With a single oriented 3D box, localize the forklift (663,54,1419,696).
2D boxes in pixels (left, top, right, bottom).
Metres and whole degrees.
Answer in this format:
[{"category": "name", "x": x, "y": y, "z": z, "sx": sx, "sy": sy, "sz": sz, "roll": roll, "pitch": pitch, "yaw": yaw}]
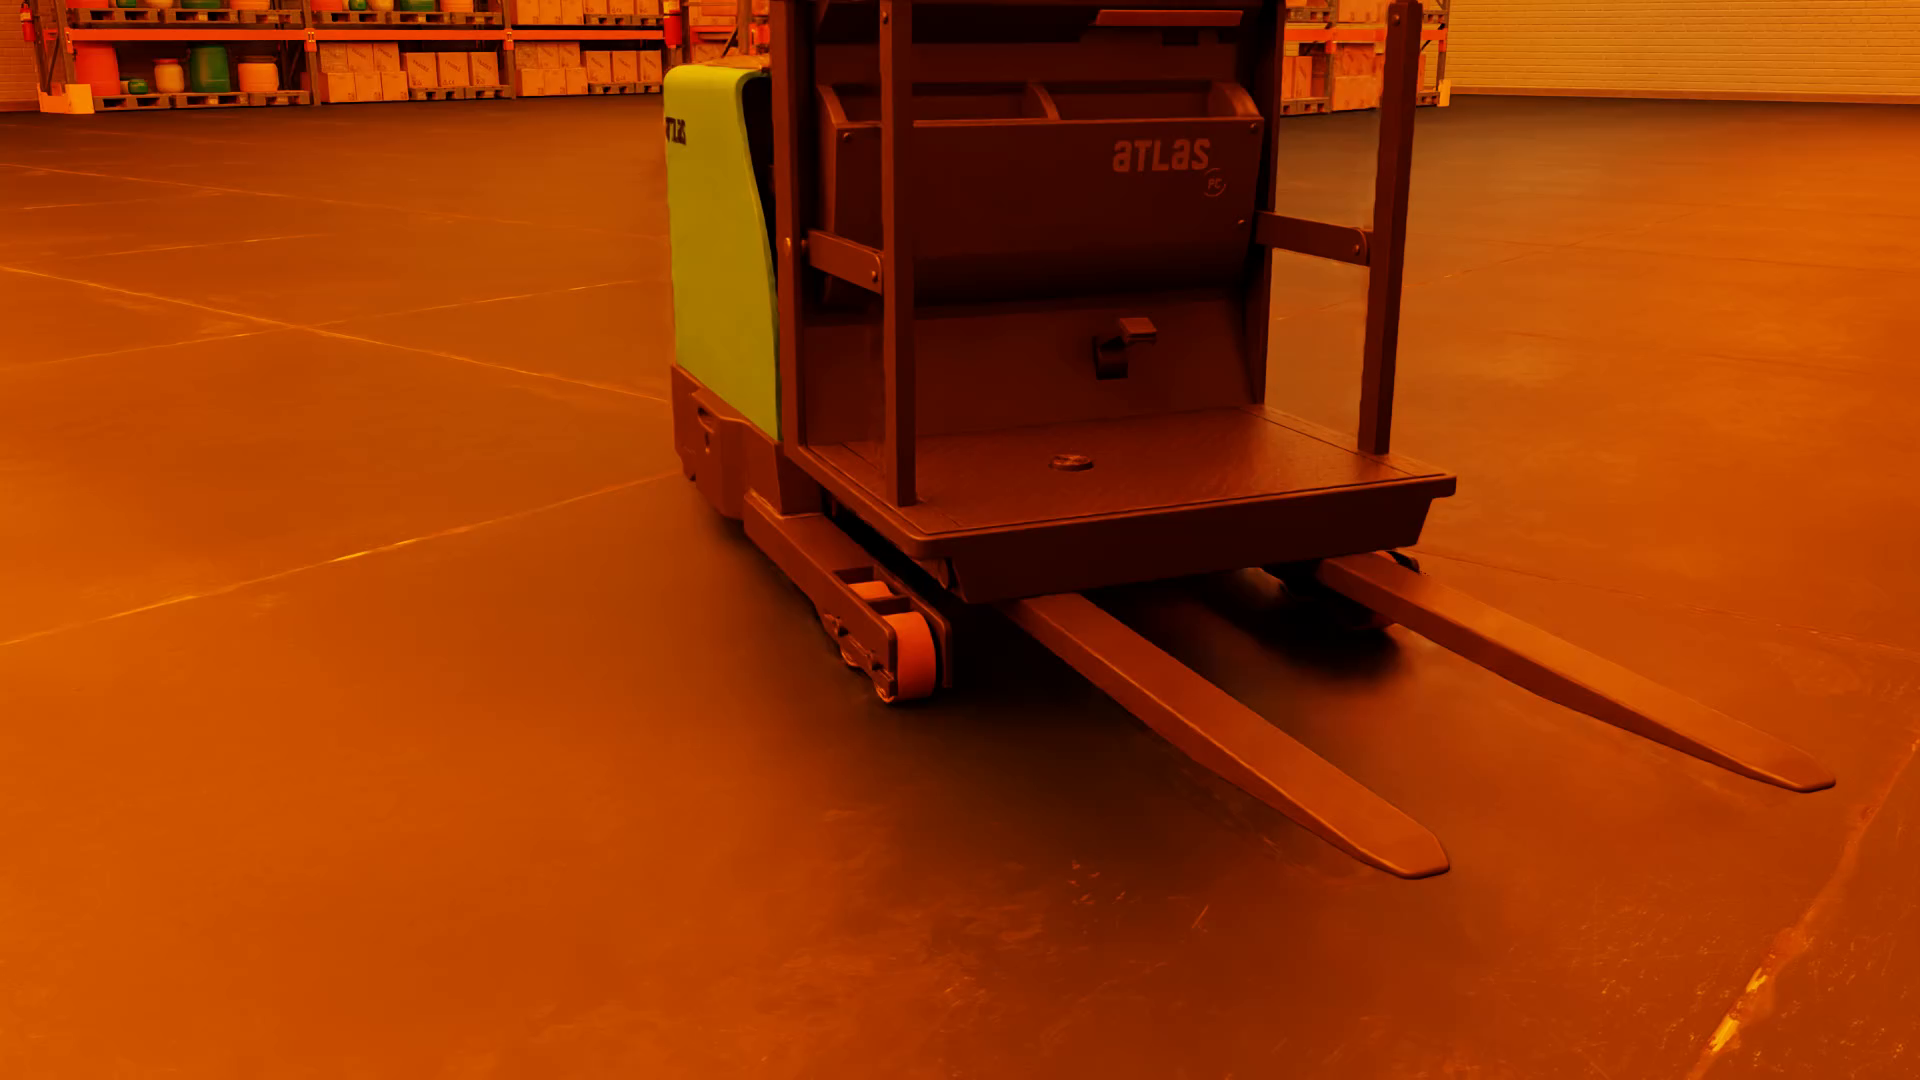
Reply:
[{"category": "forklift", "x": 0.253, "y": -1.247, "z": 3.006, "sx": 1.130, "sy": 2.935, "sz": 3.031, "roll": -7, "pitch": 18, "yaw": -21}]
